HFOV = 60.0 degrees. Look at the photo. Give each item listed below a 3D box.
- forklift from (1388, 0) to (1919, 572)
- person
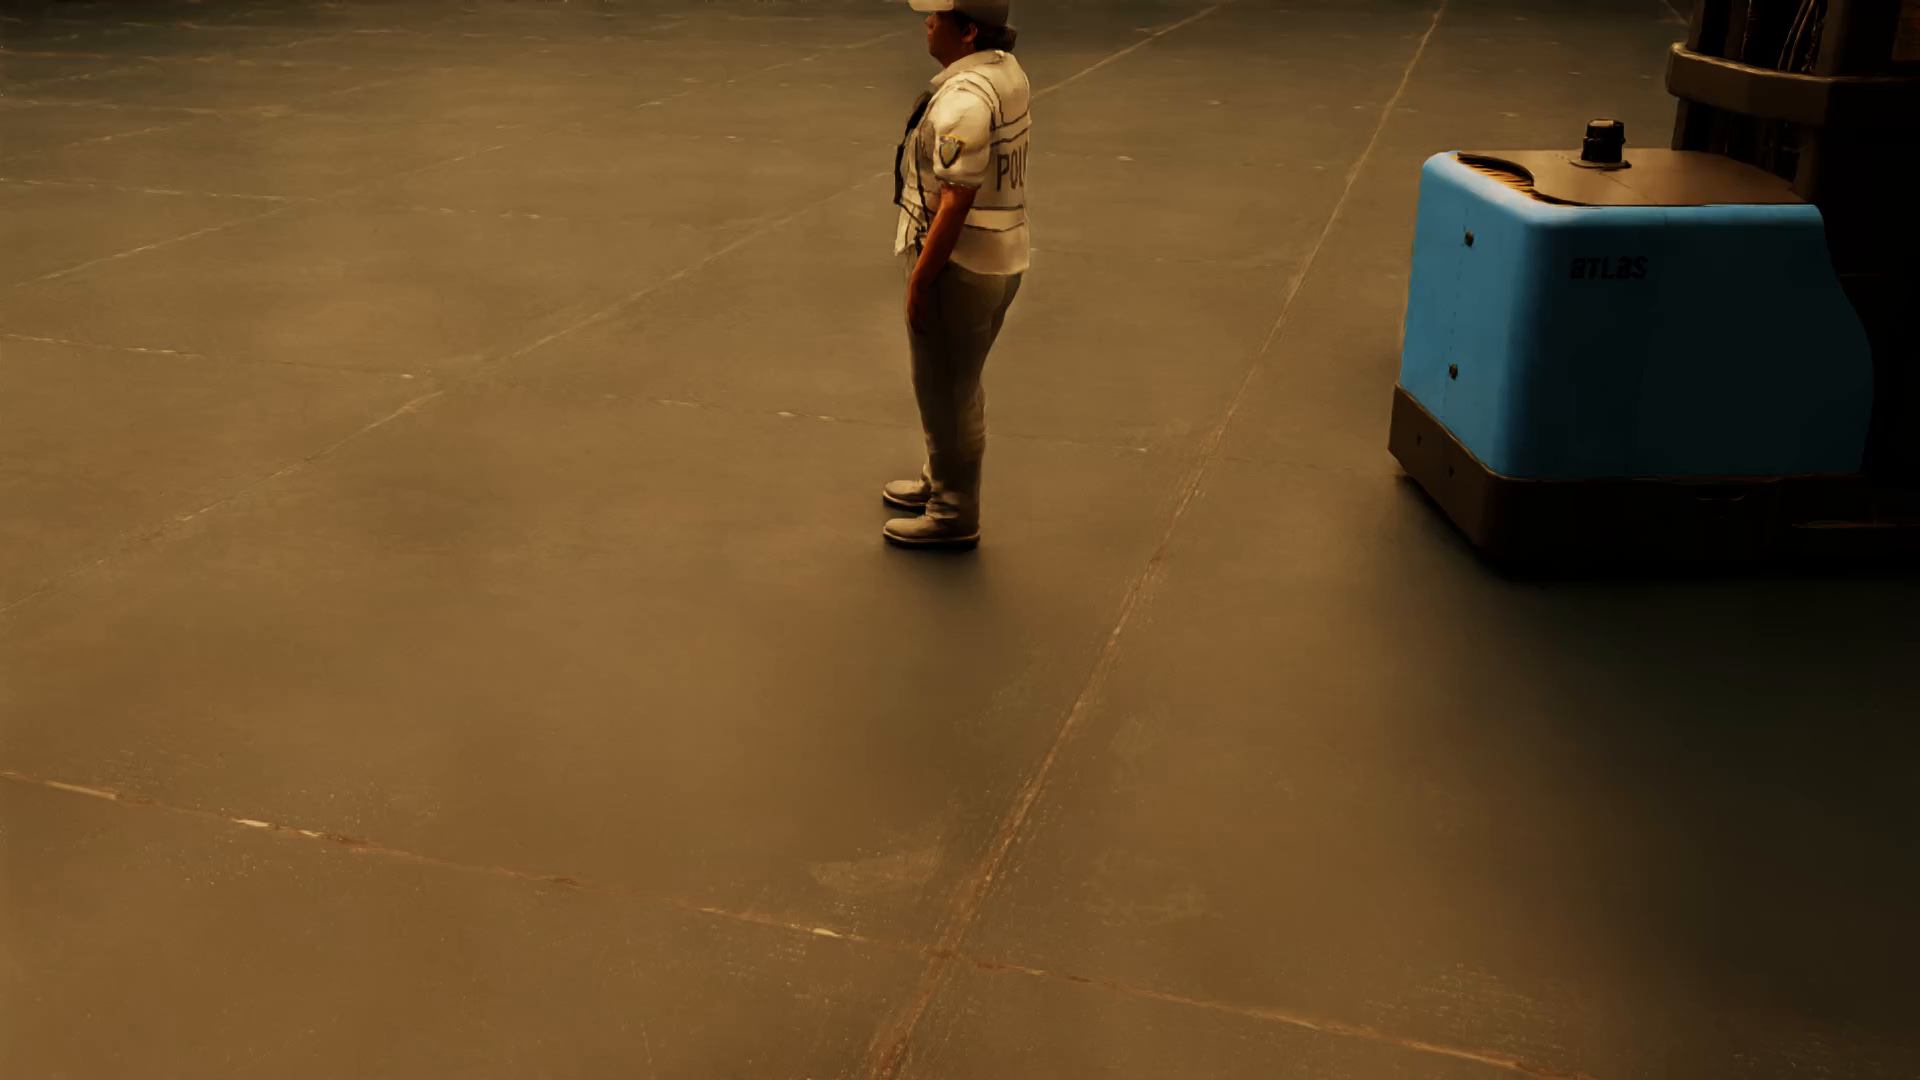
[{"bbox_3d":[3.001,-1.468,4.835,3.031,2.935,1.130,-1,22,-4],"label":"forklift"},{"bbox_3d":[-0.066,-0.794,4.841,0.529,1.669,0.598,7,23,16],"label":"person"}]
